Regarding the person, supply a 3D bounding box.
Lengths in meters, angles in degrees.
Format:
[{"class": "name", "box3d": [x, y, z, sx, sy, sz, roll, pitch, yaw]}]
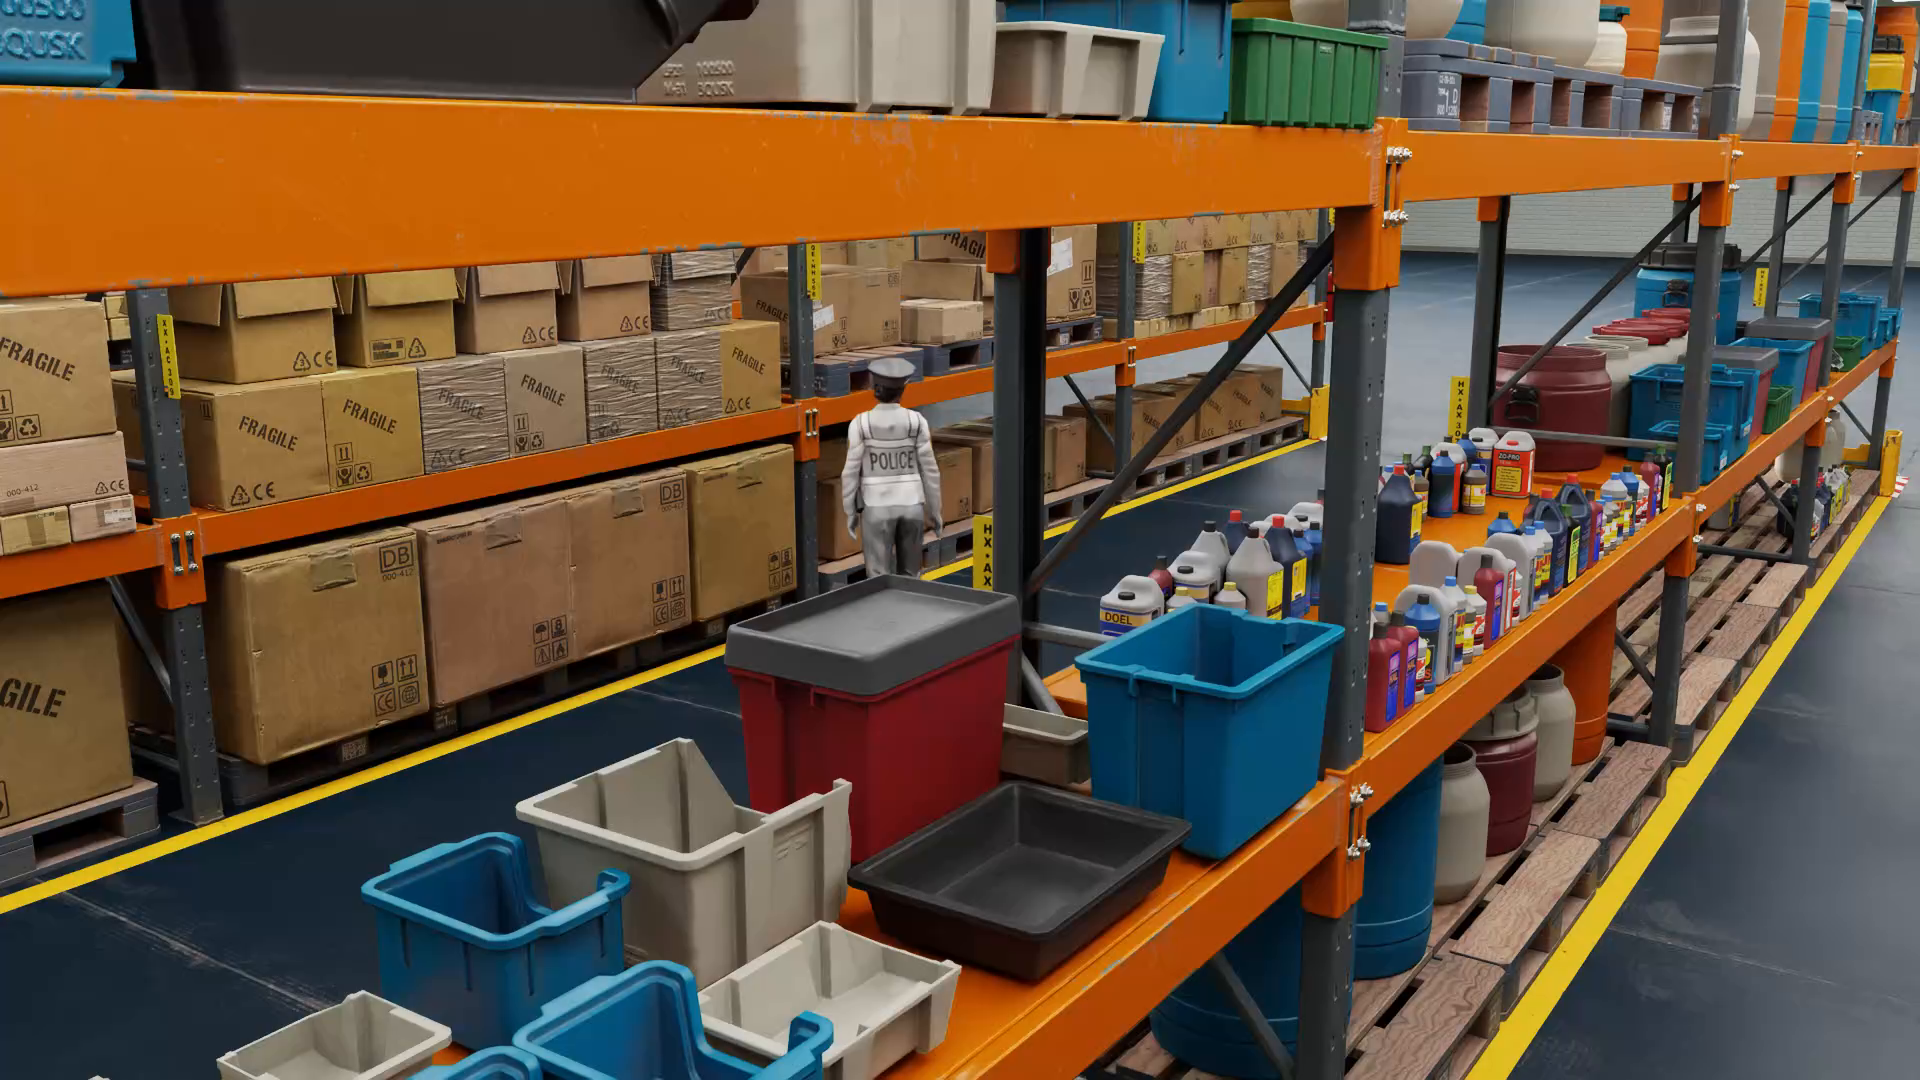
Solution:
[{"class": "person", "box3d": [-0.367, -0.141, 8.971, 0.553, 1.662, 0.571, -5, 14, -19]}]
